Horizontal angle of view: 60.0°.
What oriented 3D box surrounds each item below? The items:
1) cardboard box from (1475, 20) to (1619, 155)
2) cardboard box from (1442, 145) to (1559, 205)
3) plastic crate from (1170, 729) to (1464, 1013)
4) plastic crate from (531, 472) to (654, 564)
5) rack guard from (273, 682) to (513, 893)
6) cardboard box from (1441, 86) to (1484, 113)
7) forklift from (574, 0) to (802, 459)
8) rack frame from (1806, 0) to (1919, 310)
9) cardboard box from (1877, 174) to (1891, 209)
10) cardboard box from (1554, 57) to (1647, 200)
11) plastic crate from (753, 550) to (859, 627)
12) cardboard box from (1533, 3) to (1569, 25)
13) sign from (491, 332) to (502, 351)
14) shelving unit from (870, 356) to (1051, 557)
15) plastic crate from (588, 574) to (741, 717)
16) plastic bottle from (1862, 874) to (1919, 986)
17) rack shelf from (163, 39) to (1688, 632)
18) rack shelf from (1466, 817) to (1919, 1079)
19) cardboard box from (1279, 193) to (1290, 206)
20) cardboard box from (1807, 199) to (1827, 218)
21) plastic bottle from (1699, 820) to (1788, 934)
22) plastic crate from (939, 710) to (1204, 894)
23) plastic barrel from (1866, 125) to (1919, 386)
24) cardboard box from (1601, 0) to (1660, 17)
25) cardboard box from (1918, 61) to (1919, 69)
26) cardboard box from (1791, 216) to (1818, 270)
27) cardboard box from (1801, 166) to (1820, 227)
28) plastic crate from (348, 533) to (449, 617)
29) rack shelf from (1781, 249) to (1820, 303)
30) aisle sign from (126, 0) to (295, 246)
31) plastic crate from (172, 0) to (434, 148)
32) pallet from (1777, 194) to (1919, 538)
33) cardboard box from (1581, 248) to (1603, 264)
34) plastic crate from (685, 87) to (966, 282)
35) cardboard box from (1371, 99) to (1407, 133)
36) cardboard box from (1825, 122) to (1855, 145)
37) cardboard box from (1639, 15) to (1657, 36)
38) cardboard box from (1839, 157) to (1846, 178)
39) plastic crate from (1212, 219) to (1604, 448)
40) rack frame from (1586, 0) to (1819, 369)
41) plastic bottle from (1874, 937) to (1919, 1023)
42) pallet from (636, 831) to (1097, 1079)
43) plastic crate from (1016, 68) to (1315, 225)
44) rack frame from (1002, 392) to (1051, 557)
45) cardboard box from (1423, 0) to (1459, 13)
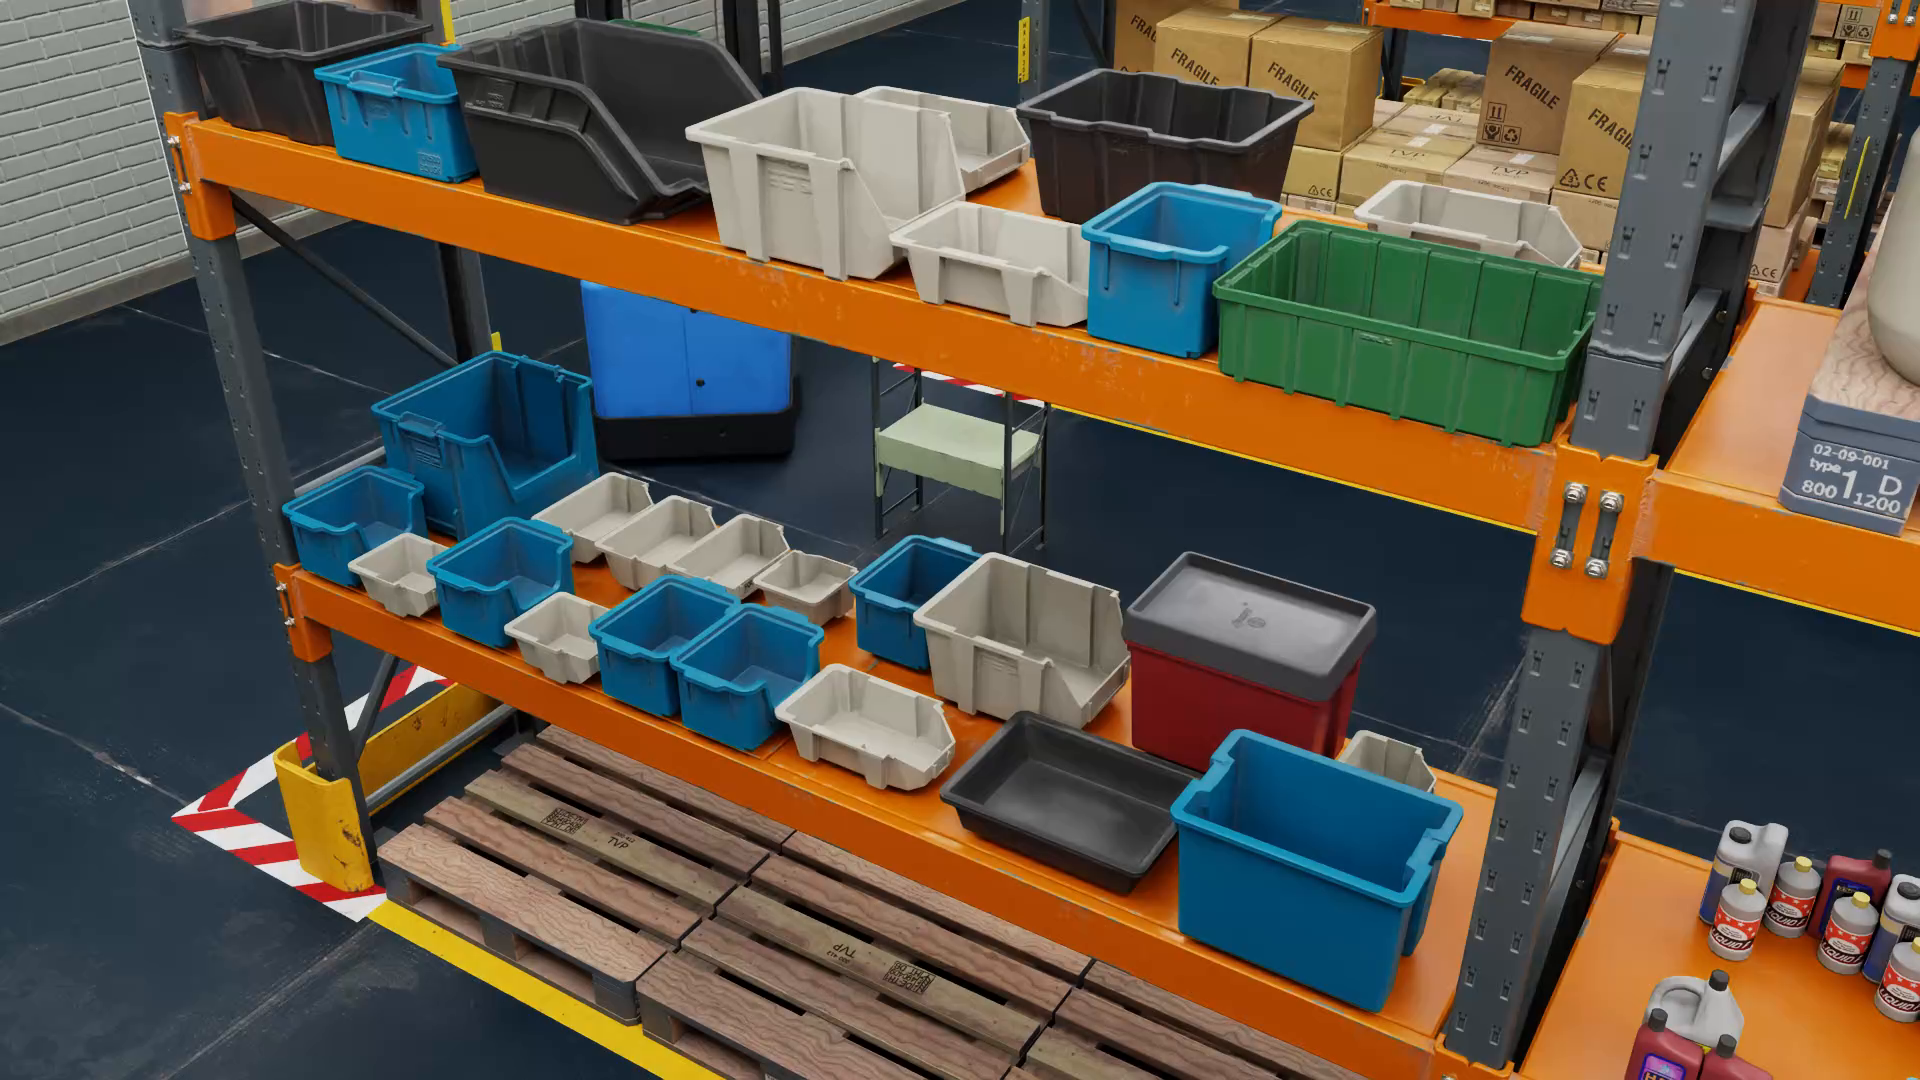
[{"bbox_3d":[2.898,-2.232,8.209,0.500,0.500,0.500,16,34,26],"label":"cardboard box"},{"bbox_3d":[2.639,-1.679,8.005,0.500,0.250,0.500,18,35,28],"label":"cardboard box"},{"bbox_3d":[0.814,0.781,3.891,0.575,0.384,0.392,18,35,27],"label":"plastic crate"},{"bbox_3d":[-1.210,-0.063,5.583,0.243,0.136,0.396,18,35,27],"label":"plastic crate"},{"bbox_3d":[-2.024,0.787,6.406,0.348,0.500,1.175,18,35,27],"label":"rack guard"},{"bbox_3d":[3.919,-3.395,12.915,0.250,0.149,0.380,18,35,28],"label":"cardboard box"},{"bbox_3d":[-1.531,-2.411,9.474,1.130,2.935,3.031,-2,30,-4],"label":"forklift"},{"bbox_3d":[4.024,-1.335,7.561,0.127,3.000,1.000,18,35,27],"label":"rack frame"},{"bbox_3d":[6.311,-2.452,11.593,0.250,0.149,0.380,18,35,28],"label":"cardboard box"},{"bbox_3d":[3.071,-1.867,7.583,0.500,0.500,0.500,18,35,28],"label":"cardboard box"},{"bbox_3d":[-0.463,0.156,5.207,0.250,0.136,0.298,18,35,27],"label":"plastic crate"},{"bbox_3d":[4.405,-3.921,12.244,0.250,0.149,0.380,17,34,27],"label":"cardboard box"},{"bbox_3d":[-1.718,-0.602,6.143,0.005,0.325,0.100,18,35,27],"label":"sign"},{"bbox_3d":[0.006,-0.646,7.869,0.755,1.500,0.431,18,35,27],"label":"shelving unit"},{"bbox_3d":[-0.848,0.314,4.842,0.300,0.233,0.416,18,35,27],"label":"plastic crate"},{"bbox_3d":[2.206,0.898,3.856,0.135,0.276,0.152,18,35,27],"label":"plastic bottle"},{"bbox_3d":[-0.303,-0.741,4.281,4.000,0.370,1.077,18,35,27],"label":"rack shelf"},{"bbox_3d":[3.085,1.626,3.200,4.000,0.370,1.077,18,35,27],"label":"rack shelf"},{"bbox_3d":[1.633,-1.787,8.586,0.250,0.149,0.380,17,34,26],"label":"cardboard box"},{"bbox_3d":[6.058,-2.439,11.867,0.250,0.149,0.380,19,35,29],"label":"cardboard box"},{"bbox_3d":[1.897,0.801,4.024,0.135,0.276,0.152,18,35,27],"label":"plastic bottle"},{"bbox_3d":[0.300,0.687,4.309,0.590,0.125,0.437,18,35,27],"label":"plastic crate"},{"bbox_3d":[1.704,-0.508,2.616,0.433,0.535,0.433,0,30,0],"label":"plastic barrel"},{"bbox_3d":[4.902,-4.026,11.781,0.500,0.500,0.500,17,34,26],"label":"cardboard box"},{"bbox_3d":[6.380,-3.292,11.166,0.250,0.149,0.380,17,34,27],"label":"cardboard box"},{"bbox_3d":[3.951,-1.447,8.003,0.250,0.149,0.380,18,35,27],"label":"cardboard box"},{"bbox_3d":[3.766,-1.636,7.931,0.500,0.250,0.500,17,34,26],"label":"cardboard box"},{"bbox_3d":[-1.735,0.124,5.263,0.298,0.136,0.250,18,35,27],"label":"plastic crate"},{"bbox_3d":[2.330,-1.560,8.661,4.000,0.370,1.077,18,35,27],"label":"rack shelf"},{"bbox_3d":[-2.216,-1.308,4.935,0.004,0.787,0.394,18,35,27],"label":"aisle sign"},{"bbox_3d":[-1.819,-1.309,4.670,0.590,0.269,0.497,18,35,27],"label":"plastic crate"},{"bbox_3d":[2.107,-0.266,2.941,1.003,0.211,1.213,18,35,27],"label":"pallet"},{"bbox_3d":[2.938,-1.375,7.879,0.250,0.149,0.380,18,35,28],"label":"cardboard box"},{"bbox_3d":[-0.284,-0.811,3.805,0.530,0.282,0.437,18,35,27],"label":"plastic crate"},{"bbox_3d":[2.048,-2.181,8.865,0.500,0.250,0.500,16,34,26],"label":"cardboard box"},{"bbox_3d":[6.363,-2.911,12.085,0.250,0.149,0.380,19,35,30],"label":"cardboard box"},{"bbox_3d":[5.018,-3.681,11.832,0.250,0.149,0.380,18,35,28],"label":"cardboard box"},{"bbox_3d":[6.307,-2.616,11.579,0.250,0.149,0.380,19,35,29],"label":"cardboard box"},{"bbox_3d":[0.872,-0.409,3.208,0.662,0.188,0.450,18,35,27],"label":"plastic crate"},{"bbox_3d":[1.391,-1.812,2.426,0.127,3.000,1.000,18,35,27],"label":"rack frame"},{"bbox_3d":[2.156,0.989,3.775,0.097,0.201,0.097,0,30,0],"label":"plastic bottle"},{"bbox_3d":[-0.290,1.477,5.509,1.213,0.211,1.003,18,35,27],"label":"pallet"},{"bbox_3d":[0.485,-0.910,3.985,0.590,0.269,0.497,18,35,27],"label":"plastic crate"},{"bbox_3d":[0.316,-0.548,7.701,0.023,1.500,0.400,18,35,27],"label":"rack frame"},{"bbox_3d":[3.696,-4.110,12.568,0.250,0.149,0.380,19,35,29],"label":"cardboard box"}]
